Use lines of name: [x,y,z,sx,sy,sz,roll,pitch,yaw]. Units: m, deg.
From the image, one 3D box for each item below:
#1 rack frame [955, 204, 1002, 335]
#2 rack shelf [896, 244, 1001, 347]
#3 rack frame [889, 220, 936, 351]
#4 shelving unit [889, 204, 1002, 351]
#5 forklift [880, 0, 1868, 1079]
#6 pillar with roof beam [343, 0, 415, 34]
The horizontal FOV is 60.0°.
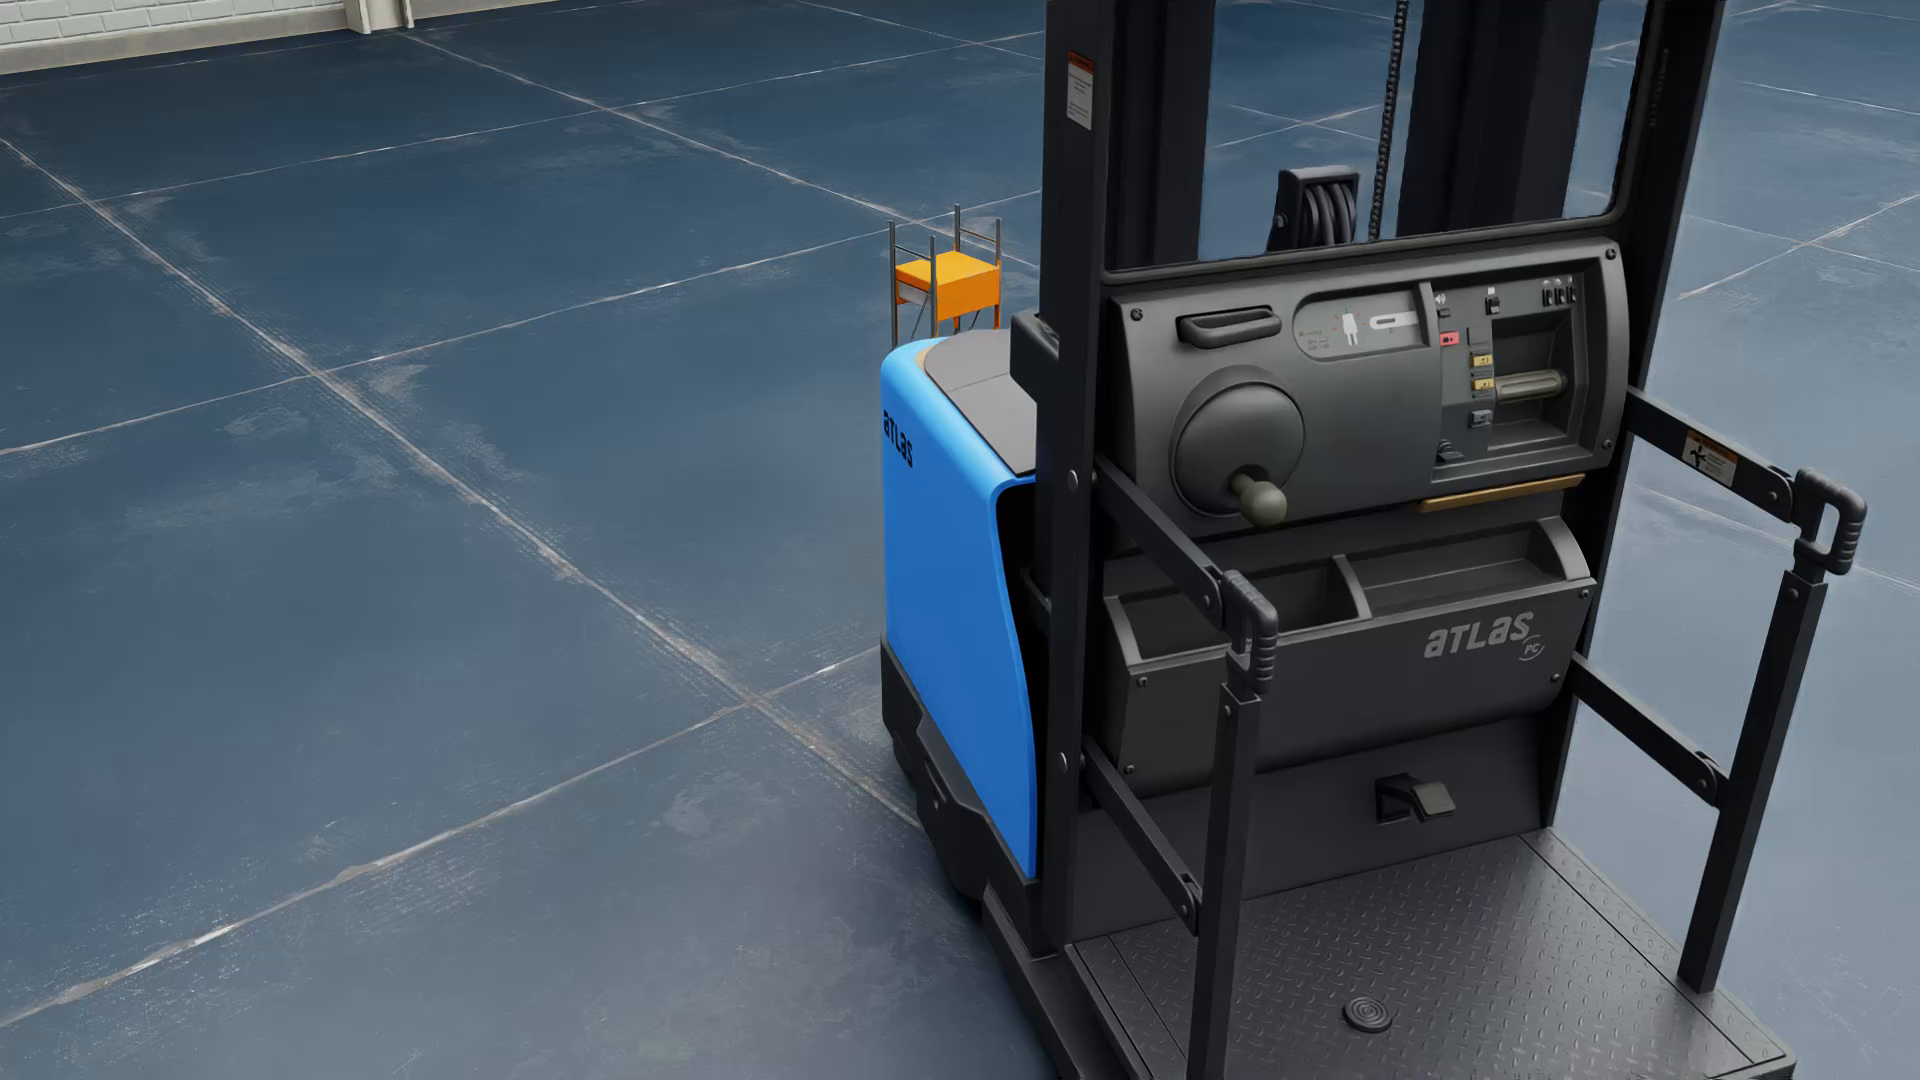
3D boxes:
rack frame: [0.052,-0.484,5.042,0.008,1.050,0.200,-22,35,-35]
rack shelf: [-0.041,-0.688,4.843,0.240,0.259,0.215,-22,35,-35]
rack frame: [-0.134,-0.409,4.902,0.008,1.050,0.200,-22,35,-35]
shelving unit: [-0.041,-0.447,4.972,0.252,1.050,0.215,-22,35,-35]
forklift: [0.768,-0.218,2.549,1.130,2.935,3.031,-9,30,-17]
pillar with roof beam: [-1.526,-6.251,7.399,0.400,9.000,9.100,-22,35,-35]
